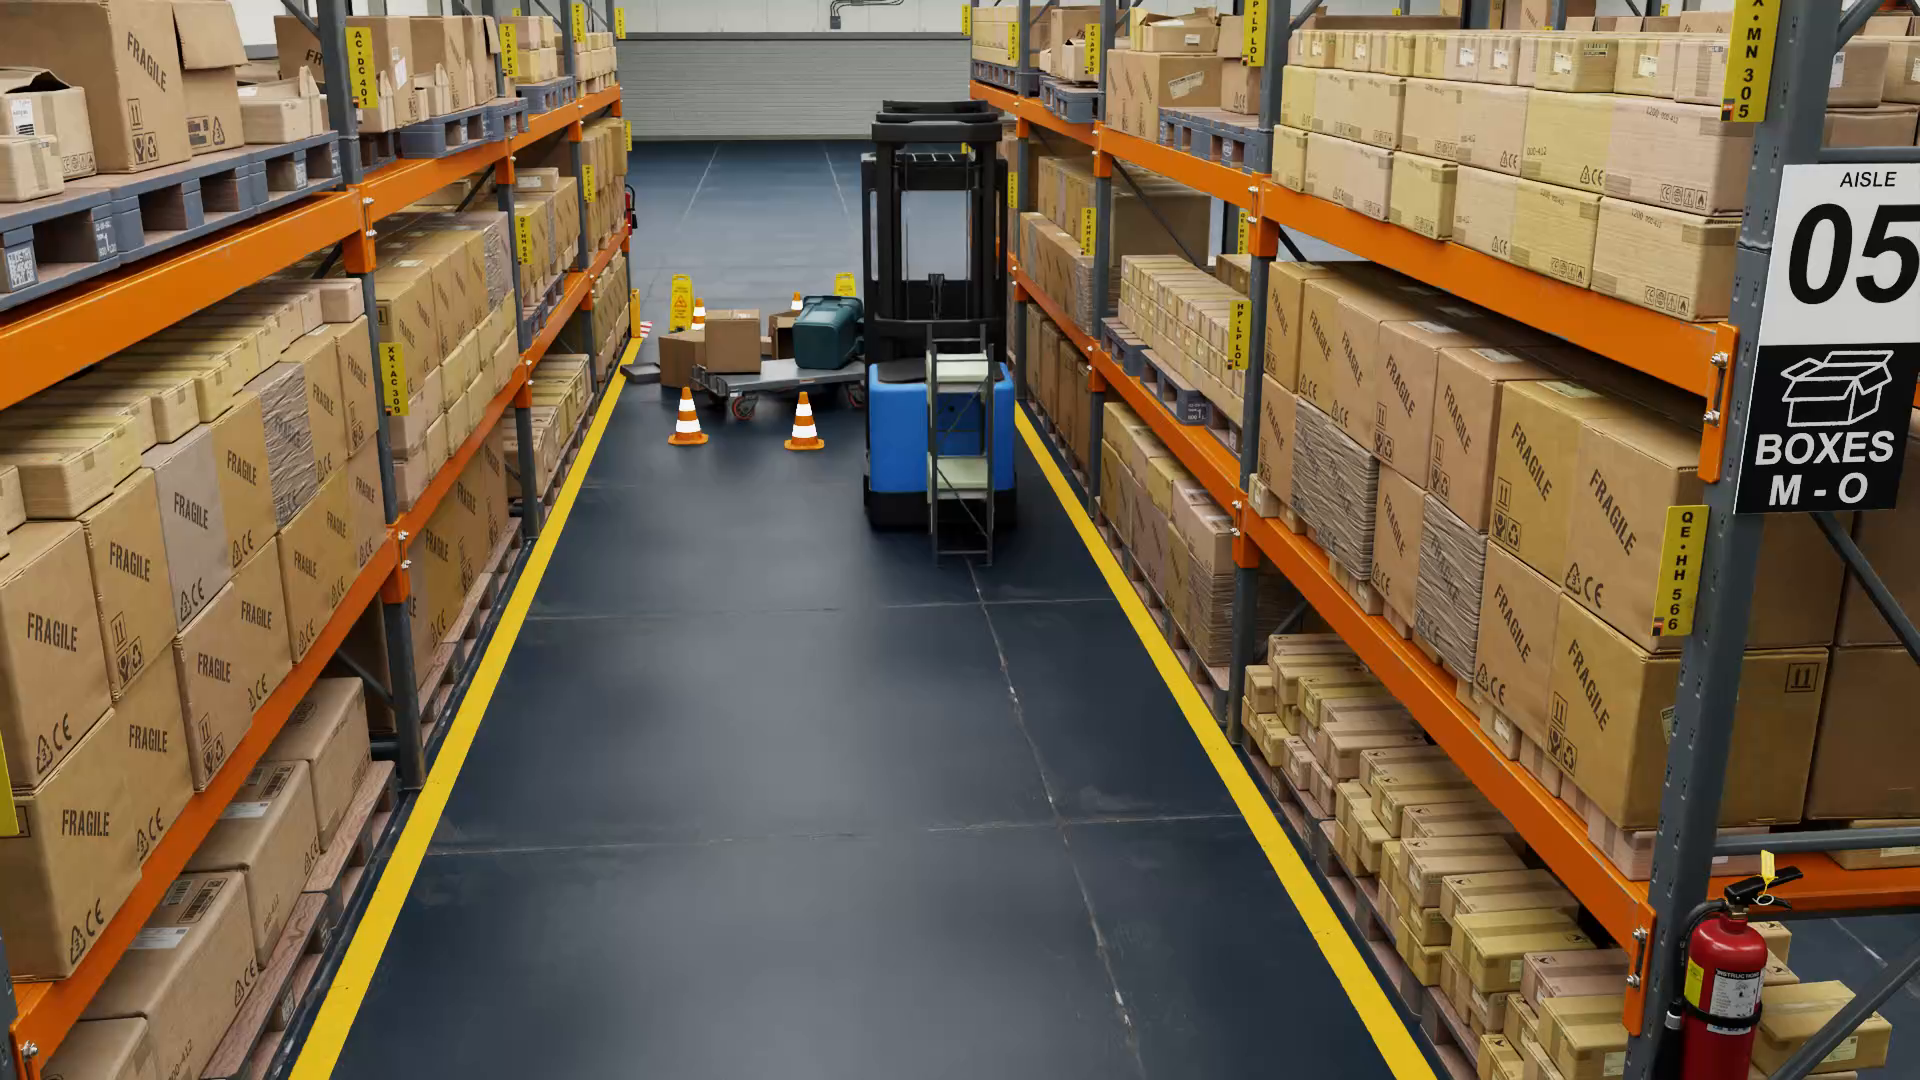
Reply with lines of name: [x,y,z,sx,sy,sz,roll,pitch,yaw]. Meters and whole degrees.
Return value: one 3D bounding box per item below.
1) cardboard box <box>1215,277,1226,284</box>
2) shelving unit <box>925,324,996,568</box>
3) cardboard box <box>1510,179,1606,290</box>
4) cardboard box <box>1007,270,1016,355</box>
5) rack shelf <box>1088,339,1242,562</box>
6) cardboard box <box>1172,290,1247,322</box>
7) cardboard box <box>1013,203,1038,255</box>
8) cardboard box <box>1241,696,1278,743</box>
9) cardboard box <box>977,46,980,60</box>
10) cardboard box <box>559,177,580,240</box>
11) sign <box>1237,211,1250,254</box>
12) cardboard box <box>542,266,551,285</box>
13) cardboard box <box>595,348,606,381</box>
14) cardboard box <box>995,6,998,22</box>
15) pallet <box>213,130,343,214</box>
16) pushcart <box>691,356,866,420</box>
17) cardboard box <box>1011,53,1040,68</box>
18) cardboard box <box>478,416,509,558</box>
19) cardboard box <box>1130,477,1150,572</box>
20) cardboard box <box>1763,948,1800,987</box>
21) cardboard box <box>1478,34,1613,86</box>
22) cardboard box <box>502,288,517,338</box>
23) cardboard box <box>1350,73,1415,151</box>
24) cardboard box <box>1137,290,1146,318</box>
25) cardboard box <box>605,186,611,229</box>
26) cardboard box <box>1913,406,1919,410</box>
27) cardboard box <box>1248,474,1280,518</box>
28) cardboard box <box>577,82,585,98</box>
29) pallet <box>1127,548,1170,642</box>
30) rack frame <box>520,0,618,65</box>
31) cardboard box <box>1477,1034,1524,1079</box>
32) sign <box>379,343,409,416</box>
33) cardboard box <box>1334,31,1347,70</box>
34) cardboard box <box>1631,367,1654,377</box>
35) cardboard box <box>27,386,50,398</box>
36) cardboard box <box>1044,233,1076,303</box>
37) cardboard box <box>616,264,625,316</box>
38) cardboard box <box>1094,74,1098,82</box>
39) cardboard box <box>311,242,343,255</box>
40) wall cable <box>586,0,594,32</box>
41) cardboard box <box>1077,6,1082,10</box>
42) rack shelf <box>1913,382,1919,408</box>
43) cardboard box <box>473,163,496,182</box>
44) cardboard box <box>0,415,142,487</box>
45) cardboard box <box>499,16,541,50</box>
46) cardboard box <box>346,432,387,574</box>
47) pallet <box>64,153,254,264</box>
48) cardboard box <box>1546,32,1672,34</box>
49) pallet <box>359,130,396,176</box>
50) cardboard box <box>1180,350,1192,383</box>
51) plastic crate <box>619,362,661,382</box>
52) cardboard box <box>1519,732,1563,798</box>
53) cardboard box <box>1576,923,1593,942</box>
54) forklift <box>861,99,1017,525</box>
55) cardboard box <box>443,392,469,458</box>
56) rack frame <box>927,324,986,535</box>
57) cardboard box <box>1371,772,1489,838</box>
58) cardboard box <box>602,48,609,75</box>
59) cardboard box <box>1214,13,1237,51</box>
cardboard box: [1.951,-1.705,11.323,0.380,0.149,0.250,-1,17,-5]
shelving unit: [-0.005,-0.645,11.228,0.431,1.500,0.755,-1,17,-3]
cardboard box: [1.902,-0.871,4.687,0.500,0.250,0.500,-2,18,-6]
cardboard box: [0.942,-2.453,17.327,0.875,0.875,0.875,-2,18,-5]
rack shelf: [1.653,-0.677,10.027,1.077,0.370,4.000,-2,18,-6]
cardboard box: [1.461,-1.371,9.761,0.380,0.149,0.250,-2,18,-6]
cardboard box: [0.984,-2.989,15.940,0.875,0.550,0.550,-2,18,-6]
cardboard box: [1.577,0.854,8.008,0.380,0.149,0.250,-3,18,-8]
cardboard box: [0.391,-5.296,18.083,0.380,0.149,0.250,-2,18,-5]
cardboard box: [-3.603,-2.884,14.492,0.500,0.500,0.500,-2,18,-7]
sign: [1.986,-2.150,11.718,0.100,0.325,0.005,-2,18,-6]
cardboard box: [-3.433,-2.099,13.074,0.380,0.149,0.250,-1,17,-4]
cardboard box: [-3.671,-1.697,15.966,0.500,0.250,0.500,-3,18,-8]
cardboard box: [0.550,-5.223,16.518,0.380,0.149,0.250,-2,18,-6]
pallet: [-2.980,-1.386,6.225,1.003,0.211,1.213,-2,18,-6]
pushcart: [-1.616,-1.459,15.695,1.648,0.377,0.936,-8,19,-25]
cardboard box: [0.679,-4.466,15.438,0.380,0.149,0.250,-2,18,-6]
cardboard box: [-3.478,-0.411,10.826,0.875,0.875,0.875,-2,18,-6]
cardboard box: [1.379,-0.103,10.469,0.500,0.500,0.500,-2,18,-7]
cardboard box: [2.408,1.398,5.281,0.380,0.149,0.250,-1,17,-5]
cardboard box: [1.845,-1.493,5.169,0.380,0.149,0.250,-1,17,-4]
cardboard box: [-3.164,-1.464,10.747,0.500,0.250,0.500,-2,18,-6]
cardboard box: [1.755,-1.573,6.087,0.500,0.250,0.500,-1,17,-5]
cardboard box: [1.358,-1.528,10.759,0.380,0.149,0.250,-2,18,-7]
cardboard box: [-3.833,-3.403,16.845,0.500,0.500,0.500,-2,17,-5]
cardboard box: [6.526,-0.454,10.961,1.225,0.875,0.875,-2,18,-5]
cardboard box: [1.563,-0.210,7.758,0.380,0.149,0.250,-1,17,-4]
cardboard box: [-3.636,-4.116,15.193,0.380,0.149,0.250,-2,18,-6]
pallet: [1.649,0.310,10.338,1.003,0.211,1.213,-2,18,-6]
rack frame: [-4.291,-6.679,17.927,1.000,3.000,0.127,-2,18,-6]
cardboard box: [1.883,1.703,5.302,0.380,0.149,0.250,-1,17,-4]
sign: [-2.502,-0.710,7.353,0.100,0.325,0.005,-2,18,-6]
cardboard box: [1.726,-1.963,6.666,0.380,0.149,0.250,-2,18,-6]
cardboard box: [2.400,-0.347,5.442,0.500,0.500,0.500,-2,18,-7]
cardboard box: [-3.072,-0.442,5.158,0.380,0.149,0.250,-1,17,-4]
cardboard box: [0.975,-2.240,13.637,0.500,0.500,0.500,-2,17,-5]
cardboard box: [-3.892,-2.677,17.833,0.500,0.500,0.500,-1,17,-4]
cardboard box: [1.166,-3.355,11.872,0.380,0.166,0.250,-2,18,-6]
cardboard box: [-3.511,-1.351,9.136,0.500,0.500,0.500,-1,17,-5]
wall cable: [-12.136,-14.664,48.547,3.097,2.526,0.112,-2,18,-6]
cardboard box: [1.307,-4.943,15.625,0.380,0.149,0.250,-2,18,-6]
rack shelf: [6.597,-0.800,10.419,1.077,0.370,4.000,-2,18,-6]
cardboard box: [-4.182,-3.173,14.329,0.380,0.149,0.250,-2,18,-6]
cardboard box: [-2.458,-0.233,4.492,0.380,0.149,0.250,-2,18,-7]
cardboard box: [-3.565,-3.951,12.962,0.500,0.250,0.500,-1,17,-5]
cardboard box: [-2.752,-0.159,7.008,0.500,0.500,0.500,-2,18,-5]
pallet: [-2.857,-1.023,5.069,1.003,0.211,1.213,-2,18,-6]
cardboard box: [2.323,-1.743,5.965,0.380,0.149,0.250,-2,18,-6]
pallet: [-3.197,-1.853,7.883,0.805,0.209,1.217,-2,18,-8]
cardboard box: [1.484,-1.005,9.589,0.380,0.149,0.250,-1,17,-3]
plastic crate: [-3.225,-1.725,17.038,0.402,0.080,0.583,-8,19,-25]
cardboard box: [1.928,0.649,5.021,0.380,0.149,0.250,-2,18,-6]
cardboard box: [1.953,1.399,5.776,0.380,0.149,0.250,-2,18,-6]
forklift: [-0.202,-1.896,12.822,1.130,2.935,3.031,-1,17,-3]
cardboard box: [-2.928,-0.616,8.883,0.500,0.250,0.500,-2,18,-6]
rack frame: [-0.025,-0.755,11.577,0.400,1.500,0.023,-1,17,-3]
cardboard box: [1.825,1.027,6.463,0.380,0.149,0.250,-2,18,-5]
cardboard box: [-3.862,-4.870,16.926,0.500,0.250,0.500,-1,17,-4]
cardboard box: [1.815,-3.195,10.395,0.396,0.266,0.258,-2,18,-6]
